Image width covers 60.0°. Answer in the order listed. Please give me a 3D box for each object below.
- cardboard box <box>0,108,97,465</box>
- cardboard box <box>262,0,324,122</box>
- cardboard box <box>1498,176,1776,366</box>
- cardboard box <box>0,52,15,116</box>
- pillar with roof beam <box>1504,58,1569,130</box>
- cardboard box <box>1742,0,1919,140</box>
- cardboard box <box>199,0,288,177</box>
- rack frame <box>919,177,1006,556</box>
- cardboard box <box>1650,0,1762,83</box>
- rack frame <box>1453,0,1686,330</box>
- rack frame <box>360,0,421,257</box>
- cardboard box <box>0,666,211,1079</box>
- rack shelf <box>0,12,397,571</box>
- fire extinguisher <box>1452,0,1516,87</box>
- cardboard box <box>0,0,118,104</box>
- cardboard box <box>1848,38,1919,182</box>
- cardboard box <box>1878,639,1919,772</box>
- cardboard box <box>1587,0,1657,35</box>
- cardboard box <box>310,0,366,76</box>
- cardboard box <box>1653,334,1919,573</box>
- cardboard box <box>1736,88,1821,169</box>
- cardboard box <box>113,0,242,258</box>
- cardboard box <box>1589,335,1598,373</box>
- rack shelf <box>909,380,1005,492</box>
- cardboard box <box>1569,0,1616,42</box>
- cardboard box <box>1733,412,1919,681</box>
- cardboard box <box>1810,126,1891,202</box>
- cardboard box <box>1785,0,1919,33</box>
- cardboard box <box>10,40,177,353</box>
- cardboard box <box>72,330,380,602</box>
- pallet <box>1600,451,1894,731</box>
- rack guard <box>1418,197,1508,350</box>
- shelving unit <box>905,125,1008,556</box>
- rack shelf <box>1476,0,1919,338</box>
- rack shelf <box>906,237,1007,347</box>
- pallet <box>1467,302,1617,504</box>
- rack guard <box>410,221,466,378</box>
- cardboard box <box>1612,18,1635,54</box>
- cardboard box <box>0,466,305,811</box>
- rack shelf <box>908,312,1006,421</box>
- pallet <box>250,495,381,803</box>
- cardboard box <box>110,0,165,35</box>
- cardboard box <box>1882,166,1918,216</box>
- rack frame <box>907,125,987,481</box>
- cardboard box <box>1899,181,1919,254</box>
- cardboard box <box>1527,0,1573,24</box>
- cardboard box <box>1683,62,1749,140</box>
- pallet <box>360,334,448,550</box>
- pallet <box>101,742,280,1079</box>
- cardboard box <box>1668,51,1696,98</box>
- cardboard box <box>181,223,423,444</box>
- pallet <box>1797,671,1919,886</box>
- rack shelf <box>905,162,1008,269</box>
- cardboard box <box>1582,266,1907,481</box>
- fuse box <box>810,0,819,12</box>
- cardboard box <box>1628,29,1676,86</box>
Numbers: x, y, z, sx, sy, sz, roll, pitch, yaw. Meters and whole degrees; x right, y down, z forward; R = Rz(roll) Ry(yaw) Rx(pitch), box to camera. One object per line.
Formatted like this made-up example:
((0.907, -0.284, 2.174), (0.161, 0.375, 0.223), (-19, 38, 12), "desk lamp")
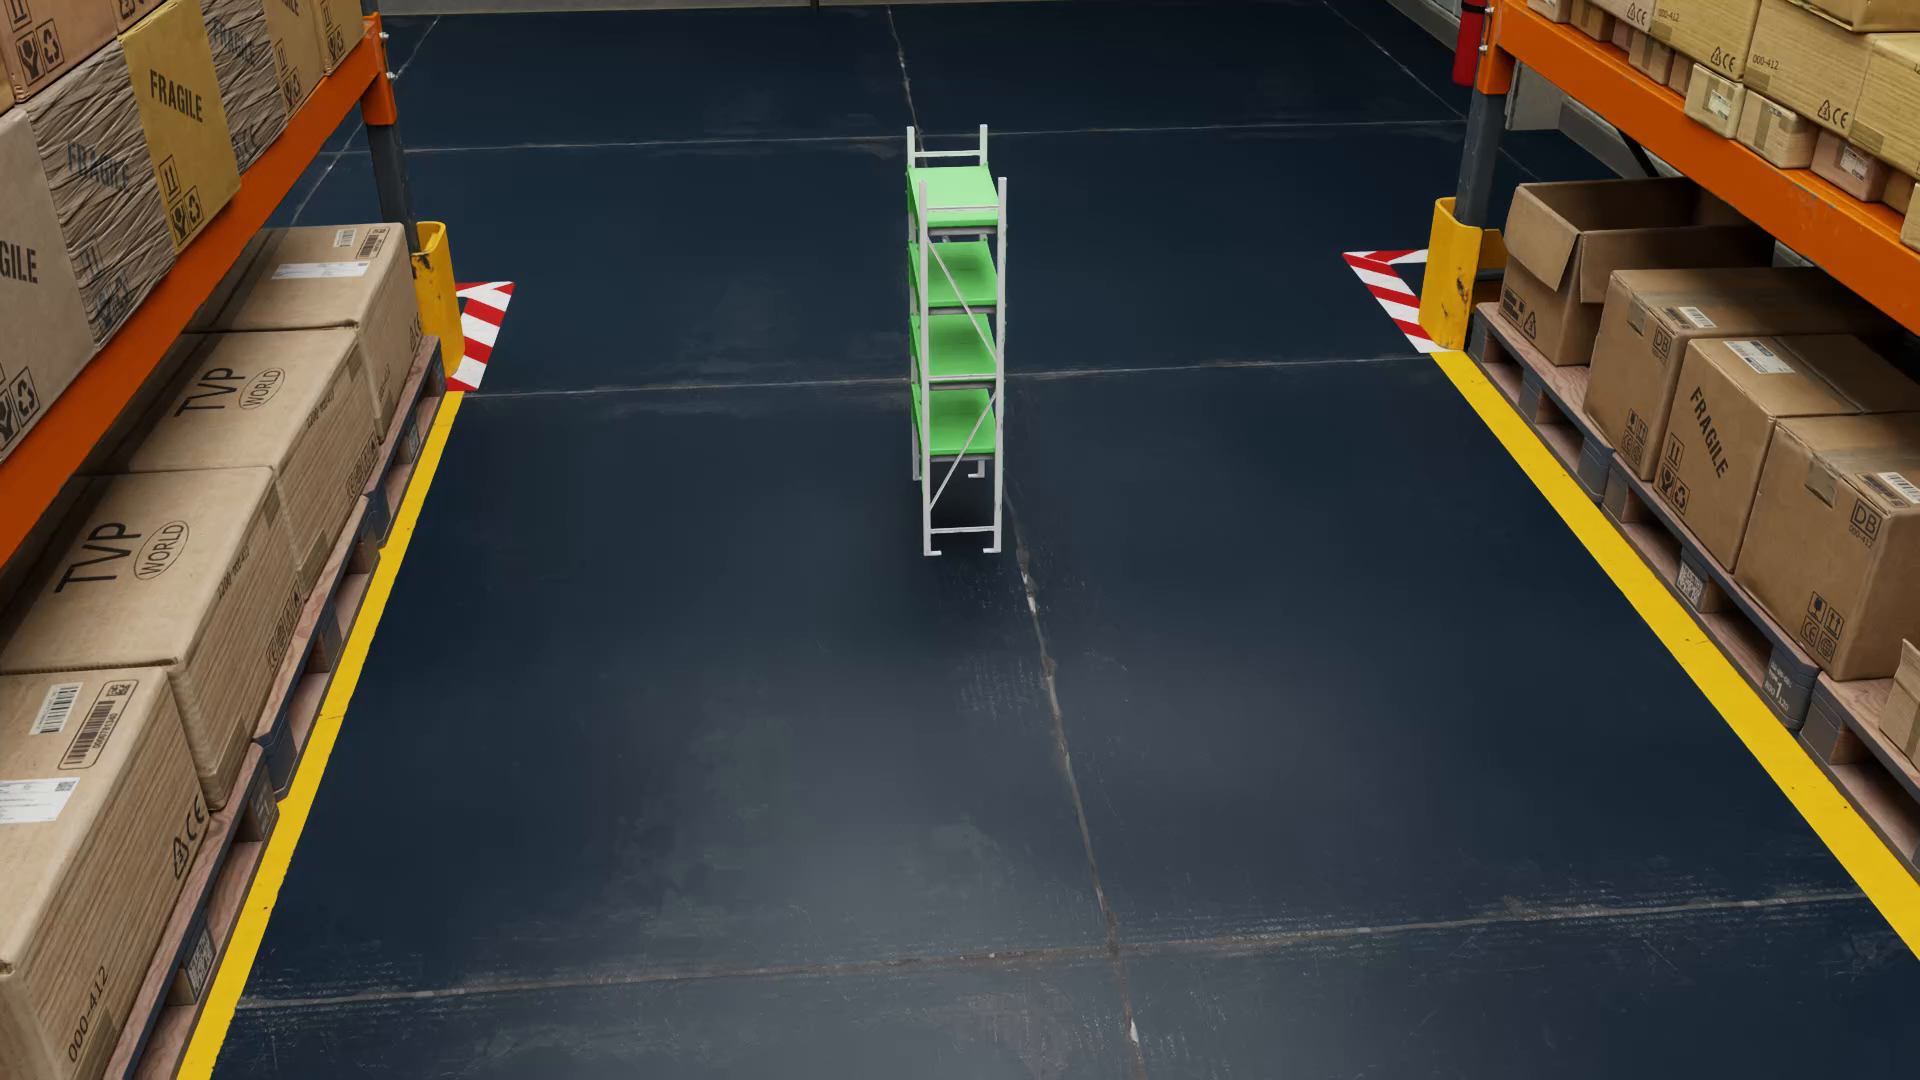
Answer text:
((-1.956, -0.449, 2.979), (0.500, 0.500, 0.500), (-3, 31, -4), "cardboard box")
((-2.163, -1.492, 4.724), (0.500, 0.500, 0.500), (-3, 31, -6), "cardboard box")
((2.401, -0.971, 5.975), (0.797, 0.503, 0.637), (-4, 31, -7), "cardboard box")
((-1.974, -0.882, 2.729), (0.500, 0.500, 0.500), (-3, 31, -5), "cardboard box")
((-1.203, -5.968, 6.466), (9.100, 9.000, 0.400), (-3, 31, -5), "pillar with roof beam")
((2.379, -1.222, 4.226), (0.500, 0.250, 0.500), (-4, 31, -6), "cardboard box")
((-2.106, -1.229, 4.286), (0.500, 0.500, 0.500), (-2, 31, -3), "cardboard box")
((0.007, -0.475, 4.875), (0.240, 1.200, 0.015), (-3, 31, -5), "rack frame")
((2.310, -1.482, 4.662), (0.500, 0.250, 0.500), (-3, 31, -6), "cardboard box")
((2.438, -2.179, 5.973), (1.000, 3.000, 0.127), (-3, 31, -5), "rack frame")
((-2.504, -1.939, 5.571), (1.000, 3.000, 0.127), (-3, 31, -5), "rack frame")
((-2.082, 0.697, 3.247), (0.875, 0.438, 0.875), (-3, 31, -5), "cardboard box")
((-2.317, -0.609, 4.046), (1.077, 0.370, 4.000), (-3, 31, -5), "rack shelf")
((1.964, -2.039, 6.177), (0.296, 0.674, 0.183), (-3, 31, -5), "fire extinguisher")
((-2.011, -1.144, 3.168), (0.500, 0.500, 0.500), (-2, 31, -4), "cardboard box")
((2.426, -0.959, 3.786), (0.500, 0.250, 0.500), (-3, 31, -5), "cardboard box")
((2.434, 0.404, 3.905), (0.396, 0.266, 0.258), (-2, 31, -3), "cardboard box")
((2.259, -1.740, 5.095), (0.500, 0.250, 0.500), (-2, 31, -4), "cardboard box")
((-2.195, -1.748, 5.155), (0.500, 0.500, 0.500), (-3, 31, -4), "cardboard box")
((2.392, -0.256, 4.782), (0.500, 0.500, 0.500), (-2, 31, -4), "cardboard box")
((2.311, -1.096, 4.406), (0.380, 0.149, 0.250), (-2, 31, -3), "cardboard box")
((-2.044, -0.966, 3.845), (0.500, 0.500, 0.500), (-2, 31, -3), "cardboard box")
((2.402, -0.600, 5.699), (0.380, 0.149, 0.250), (-4, 31, -7), "cardboard box")
((-0.015, -0.339, 5.240), (0.258, 0.148, 0.480), (-3, 31, -5), "rack shelf")
((2.265, -1.762, 5.520), (0.380, 0.149, 0.250), (-2, 31, -3), "cardboard box")
((2.539, -0.001, 4.354), (0.700, 0.500, 0.500), (-4, 31, -6), "cardboard box")
((2.404, -0.968, 4.191), (0.380, 0.149, 0.250), (-3, 31, -5), "cardboard box")
((2.352, -1.554, 4.051), (0.500, 0.500, 0.500), (-2, 31, -3), "cardboard box")
((-1.996, -0.703, 3.405), (0.500, 0.500, 0.500), (-3, 31, -4), "cardboard box")
((-2.249, -0.220, 4.783), (0.875, 0.438, 0.875), (-2, 31, -3), "cardboard box")
((2.631, 0.086, 4.901), (1.003, 0.211, 1.213), (-3, 31, -5), "pallet")
((2.445, -1.067, 6.549), (1.175, 0.500, 0.348), (-3, 31, -5), "rack guard")
((-0.015, -0.600, 5.084), (0.258, 1.200, 0.503), (-3, 31, -5), "shelving unit")
((2.625, -0.849, 4.448), (1.077, 0.370, 4.000), (-3, 31, -5), "rack shelf")
((-0.016, -0.751, 4.994), (0.258, 0.148, 0.480), (-3, 31, -5), "rack shelf")
((2.520, -0.536, 5.941), (1.003, 0.211, 1.213), (-3, 31, -5), "pallet")
((-2.506, -0.878, 6.233), (1.175, 0.500, 0.348), (-3, 31, -5), "rack guard")
((2.324, -1.630, 5.299), (0.380, 0.149, 0.250), (-3, 31, -5), "cardboard box")
((-2.166, 0.240, 4.012), (0.875, 0.438, 0.875), (-4, 31, -6), "cardboard box")
((-0.015, -0.545, 5.117), (0.258, 0.148, 0.480), (-3, 31, -5), "rack shelf")
((-2.240, 0.284, 4.569), (1.003, 0.211, 1.213), (-3, 31, -5), "pallet")
((-2.056, -1.402, 3.599), (0.500, 0.500, 0.500), (-3, 31, -5), "cardboard box")
((2.474, -0.844, 3.983), (0.380, 0.149, 0.250), (-2, 31, -4), "cardboard box")
((-0.038, -0.724, 5.292), (0.240, 1.200, 0.015), (-3, 31, -5), "rack frame")
((2.387, -0.707, 3.754), (0.380, 0.149, 0.250), (-3, 31, -5), "cardboard box")
((2.195, -1.890, 5.734), (0.380, 0.149, 0.250), (-3, 31, -5), "cardboard box")
((2.266, -1.230, 4.629), (0.380, 0.149, 0.250), (-4, 31, -6), "cardboard box")
((-2.351, -0.337, 5.609), (1.003, 0.211, 1.213), (-3, 31, -5), "pallet")
((-2.123, 0.908, 3.524), (1.003, 0.211, 1.213), (-3, 31, -5), "pallet")
((2.317, -1.363, 4.851), (0.380, 0.149, 0.250), (-2, 31, -4), "cardboard box")
((-2.343, -0.687, 5.565), (0.875, 0.438, 0.875), (-4, 31, -6), "cardboard box")
((2.748, 0.710, 3.856), (1.003, 0.211, 1.213), (-3, 31, -5), "pallet")
((-0.016, -0.957, 4.870), (0.258, 0.148, 0.480), (-3, 31, -5), "rack shelf")
((2.442, -0.531, 5.242), (0.700, 0.500, 0.500), (-2, 31, -3), "cardboard box")
((-0.949, -4.290, 10.763), (0.539, 1.711, 0.414), (-3, 31, -5), "fuse box")
((2.287, -1.498, 5.078), (0.380, 0.149, 0.250), (-2, 31, -3), "cardboard box")
